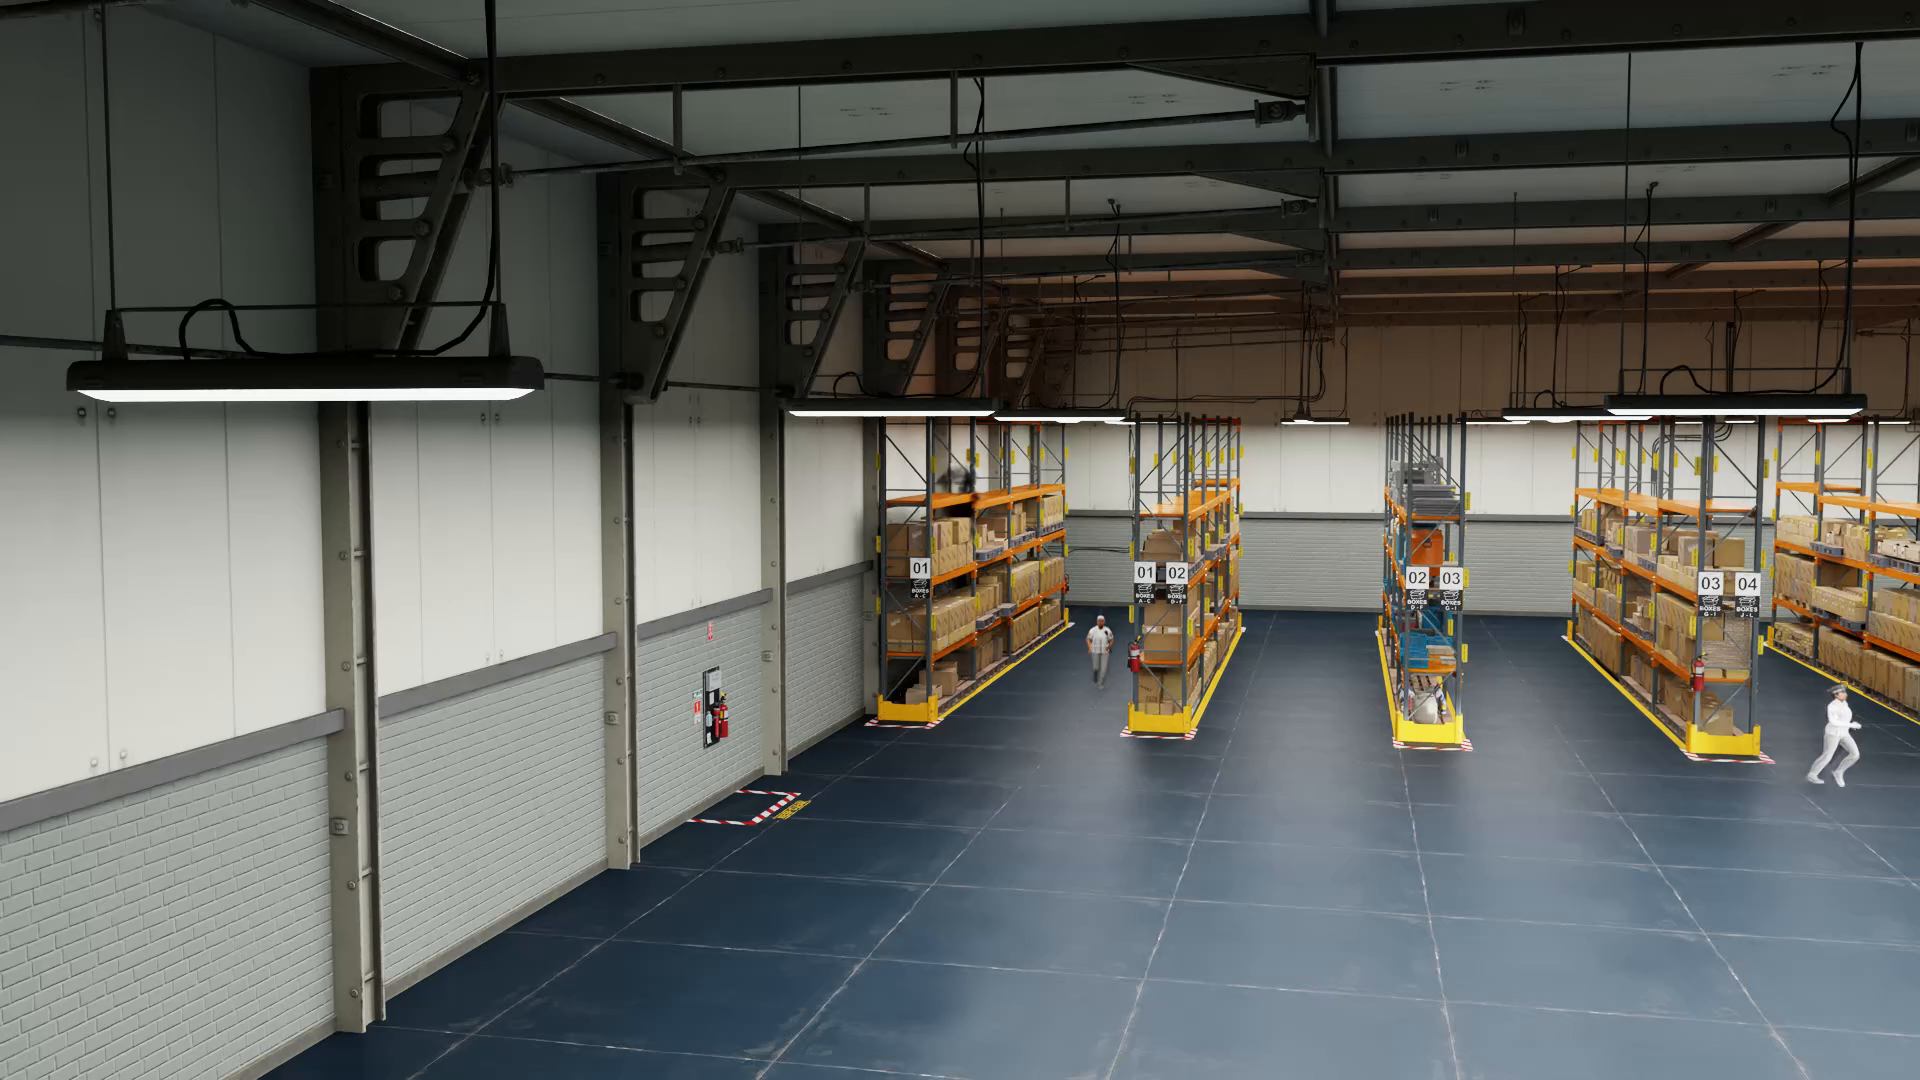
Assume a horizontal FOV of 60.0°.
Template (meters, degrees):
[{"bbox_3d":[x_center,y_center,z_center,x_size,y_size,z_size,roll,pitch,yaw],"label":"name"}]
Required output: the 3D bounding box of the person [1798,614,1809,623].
[{"bbox_3d":[22.739,1.884,44.683,0.722,1.615,0.558,-3,5,-41],"label":"person"}]

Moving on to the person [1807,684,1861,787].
[{"bbox_3d":[13.917,3.087,26.364,0.622,1.666,0.822,-2,4,-30],"label":"person"}]

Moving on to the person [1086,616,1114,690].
[{"bbox_3d":[3.064,2.464,36.298,0.608,1.623,0.549,0,4,2],"label":"person"}]
